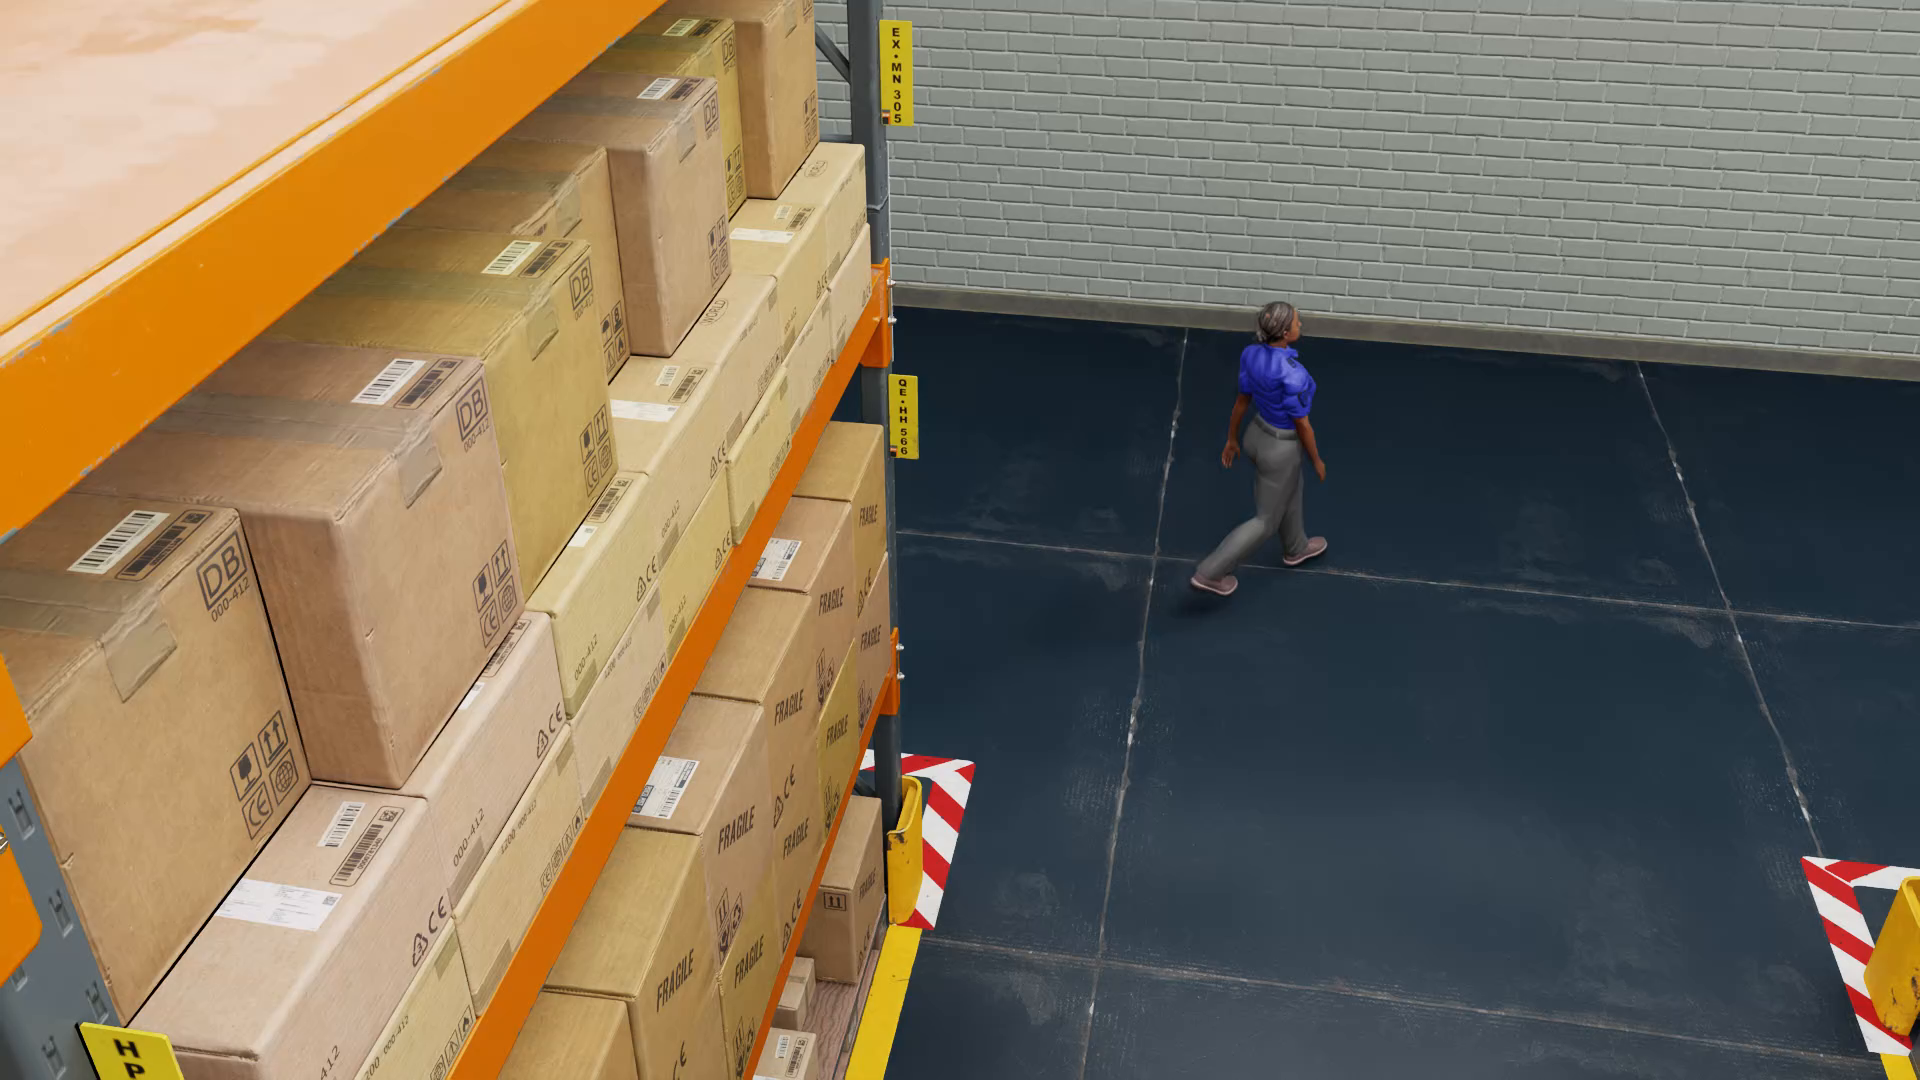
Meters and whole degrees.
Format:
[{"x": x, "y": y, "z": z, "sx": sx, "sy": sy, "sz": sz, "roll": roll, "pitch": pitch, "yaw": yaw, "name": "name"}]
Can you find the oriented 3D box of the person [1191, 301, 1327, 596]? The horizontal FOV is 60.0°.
[{"x": 1.606, "y": -0.473, "z": 8.491, "sx": 0.977, "sy": 1.603, "sz": 0.472, "roll": -14, "pitch": 35, "yaw": -20, "name": "person"}]
